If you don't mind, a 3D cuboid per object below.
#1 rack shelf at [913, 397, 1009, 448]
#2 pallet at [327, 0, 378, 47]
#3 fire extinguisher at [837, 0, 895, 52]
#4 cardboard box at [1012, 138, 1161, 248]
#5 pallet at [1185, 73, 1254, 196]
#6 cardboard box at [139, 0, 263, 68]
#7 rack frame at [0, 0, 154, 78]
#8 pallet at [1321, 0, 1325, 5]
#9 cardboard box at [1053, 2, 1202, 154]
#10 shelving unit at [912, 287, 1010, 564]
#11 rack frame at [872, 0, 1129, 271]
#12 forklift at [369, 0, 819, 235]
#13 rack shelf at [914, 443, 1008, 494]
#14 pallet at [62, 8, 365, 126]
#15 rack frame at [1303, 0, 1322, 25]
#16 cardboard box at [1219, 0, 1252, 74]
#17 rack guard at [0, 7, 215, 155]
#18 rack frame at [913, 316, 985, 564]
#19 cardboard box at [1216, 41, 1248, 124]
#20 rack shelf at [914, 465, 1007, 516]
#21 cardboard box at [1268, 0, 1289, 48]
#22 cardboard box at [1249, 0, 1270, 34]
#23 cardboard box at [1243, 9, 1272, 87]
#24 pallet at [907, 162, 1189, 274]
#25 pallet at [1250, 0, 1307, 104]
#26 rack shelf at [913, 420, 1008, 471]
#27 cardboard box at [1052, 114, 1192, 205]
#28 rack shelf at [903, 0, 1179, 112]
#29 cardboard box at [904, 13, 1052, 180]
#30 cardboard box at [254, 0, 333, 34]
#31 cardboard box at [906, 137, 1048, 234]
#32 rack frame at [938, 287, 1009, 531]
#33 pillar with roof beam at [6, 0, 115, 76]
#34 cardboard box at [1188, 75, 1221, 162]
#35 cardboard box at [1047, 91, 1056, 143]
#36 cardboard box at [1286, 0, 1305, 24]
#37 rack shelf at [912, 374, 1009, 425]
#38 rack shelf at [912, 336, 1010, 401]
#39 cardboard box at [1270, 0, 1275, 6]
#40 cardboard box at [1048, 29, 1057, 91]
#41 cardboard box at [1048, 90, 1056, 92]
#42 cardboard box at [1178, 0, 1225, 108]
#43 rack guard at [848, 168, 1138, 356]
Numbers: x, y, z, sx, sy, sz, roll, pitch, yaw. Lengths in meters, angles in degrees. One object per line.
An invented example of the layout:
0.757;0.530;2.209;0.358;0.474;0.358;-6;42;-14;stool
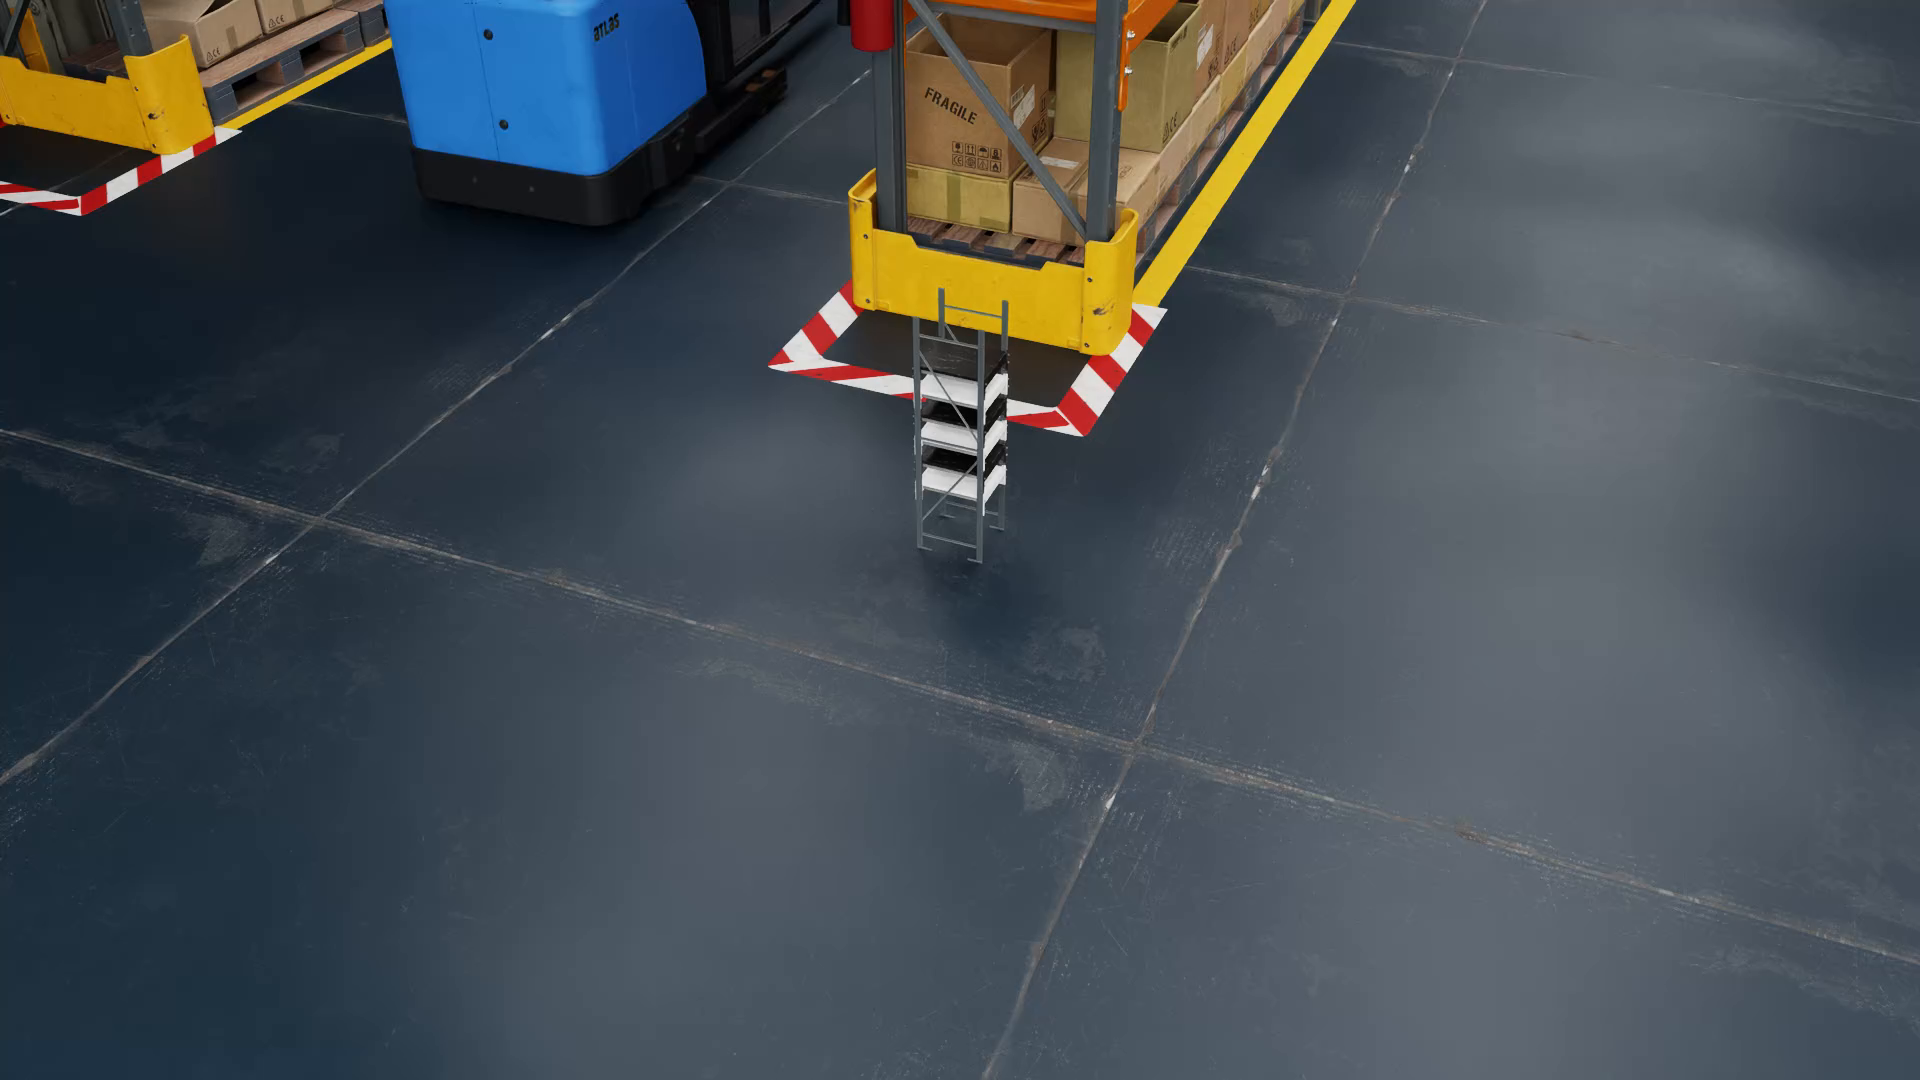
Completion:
0.003;-0.410;5.453;0.258;0.077;0.200;14;39;18;rack shelf
-3.609;-3.345;10.049;1.003;0.211;1.213;14;39;18;pallet
-0.337;-2.188;6.236;0.296;0.674;0.183;14;39;18;fire extinguisher
0.547;-1.492;7.186;0.500;0.250;0.500;14;39;18;cardboard box
0.855;-2.168;8.474;1.003;0.211;1.213;14;39;18;pallet
-4.099;-2.767;8.824;0.500;0.311;0.500;10;38;13;cardboard box
-4.445;-3.305;7.666;1.000;3.000;0.127;14;39;18;rack frame
1.904;-3.693;10.514;1.003;0.211;1.213;14;39;18;pallet
0.736;-2.069;7.332;0.500;0.500;0.500;14;39;18;cardboard box
0.003;-0.365;5.487;0.258;0.900;0.210;14;39;18;shelving unit
0.137;-2.178;6.159;1.000;3.000;0.127;14;39;18;rack frame
-1.599;-3.426;7.886;1.130;2.935;3.031;12;38;16;forklift
0.003;-0.266;5.560;0.258;0.077;0.200;14;39;18;rack shelf
-4.074;-2.672;9.148;1.003;0.211;1.213;14;39;18;pallet
1.659;-4.393;9.122;1.000;3.000;0.127;14;39;18;rack frame
1.120;-2.622;8.072;0.500;0.500;0.500;14;39;18;cardboard box
-4.416;-2.346;8.471;1.175;0.500;0.348;14;39;18;rack guard
-0.036;-0.309;5.411;0.240;0.900;0.006;14;39;18;rack frame
1.120;-2.322;8.297;0.500;0.250;0.500;14;39;18;cardboard box
0.003;-0.194;5.614;0.258;0.077;0.200;14;39;18;rack shelf
1.486;-2.879;9.042;0.500;0.250;0.500;14;39;18;cardboard box
1.297;-2.902;8.446;0.500;0.500;0.500;14;39;18;cardboard box
1.309;-2.599;8.667;0.500;0.250;0.500;14;39;18;cardboard box
0.390;-1.495;7.573;1.003;0.211;1.213;14;39;18;pallet
1.318;-2.845;9.380;1.003;0.211;1.213;14;39;18;pallet
0.003;-0.338;5.507;0.258;0.077;0.200;14;39;18;rack shelf
0.734;-1.769;7.557;0.500;0.250;0.500;14;39;18;cardboard box
0.898;-2.998;7.856;1.077;0.370;4.000;14;39;18;rack shelf
0.066;-1.910;7.120;0.500;0.500;0.500;14;39;18;cardboard box
-3.882;-3.082;9.247;0.500;0.311;0.500;17;40;21;cardboard box
0.068;-1.609;7.344;0.500;0.250;0.500;14;39;18;cardboard box
0.042;-0.421;5.562;0.240;0.900;0.006;14;39;18;rack frame
-0.997;-5.312;5.340;9.100;9.000;0.400;14;39;18;pillar with roof beam
0.925;-2.046;7.928;0.500;0.250;0.500;14;39;18;cardboard box
0.247;-1.889;7.718;0.500;0.250;0.500;14;39;18;cardboard box
1.685;-3.153;9.409;0.500;0.250;0.500;14;39;18;cardboard box
0.003;-0.482;5.399;0.258;0.077;0.200;14;39;18;rack shelf
0.003;-0.555;5.345;0.258;0.077;0.200;14;39;18;rack shelf
1.484;-3.180;8.818;0.500;0.500;0.500;14;39;18;cardboard box
0.433;-2.467;7.865;0.500;0.500;0.500;14;39;18;cardboard box
0.436;-2.166;8.089;0.500;0.250;0.500;14;39;18;cardboard box
0.914;-2.349;7.707;0.500;0.500;0.500;14;39;18;cardboard box
0.128;-1.164;6.890;1.175;0.500;0.348;14;39;18;rack guard
